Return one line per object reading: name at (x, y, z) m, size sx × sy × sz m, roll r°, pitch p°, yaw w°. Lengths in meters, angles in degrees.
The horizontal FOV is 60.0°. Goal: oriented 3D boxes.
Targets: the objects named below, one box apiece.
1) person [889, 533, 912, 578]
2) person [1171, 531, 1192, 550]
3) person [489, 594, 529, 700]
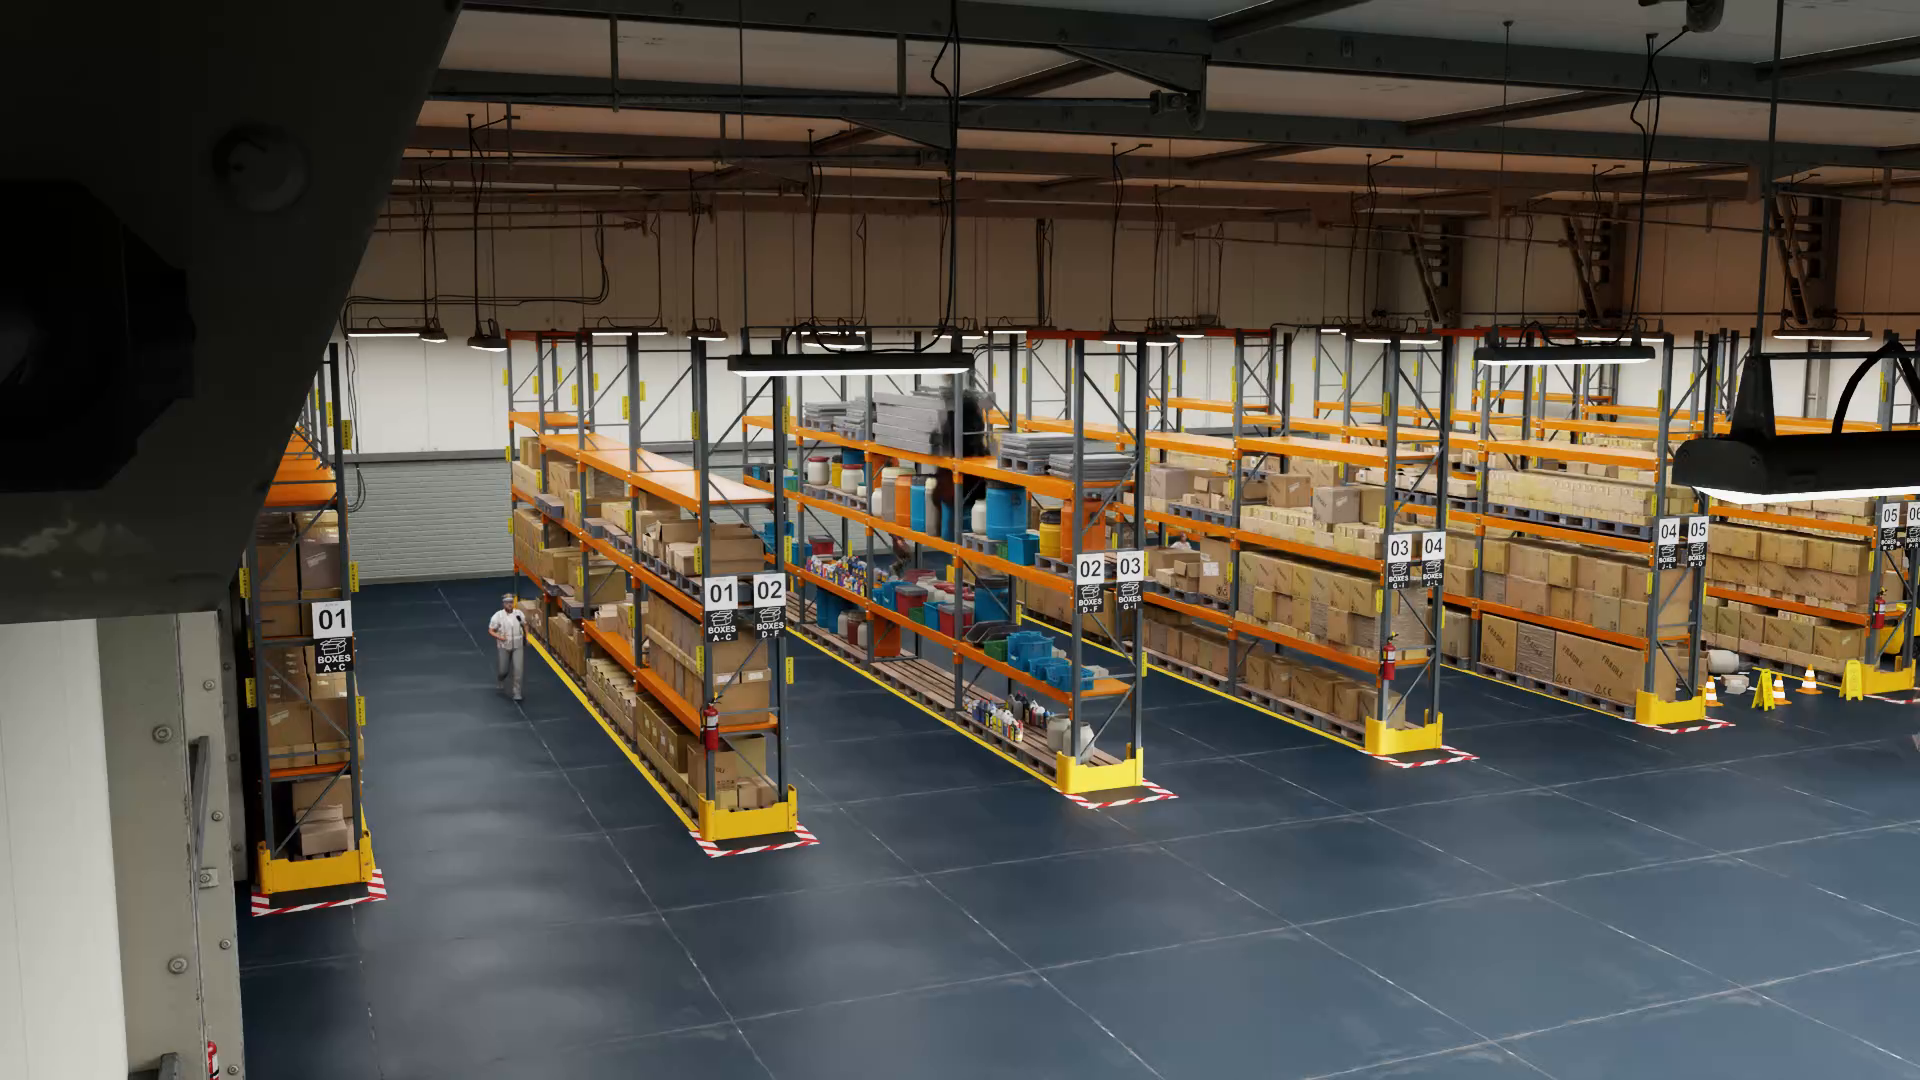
person at (-1.389, 0.101, 39.481) m, size 0.622 × 1.737 × 0.697 m, roll -1°, pitch 8°, yaw -5°
person at (4.835, 0.616, 36.238) m, size 0.504 × 1.623 × 0.688 m, roll -4°, pitch 9°, yaw -27°
person at (-7.426, 1.739, 27.475) m, size 0.674 × 1.734 × 0.781 m, roll -4°, pitch 9°, yaw -27°
